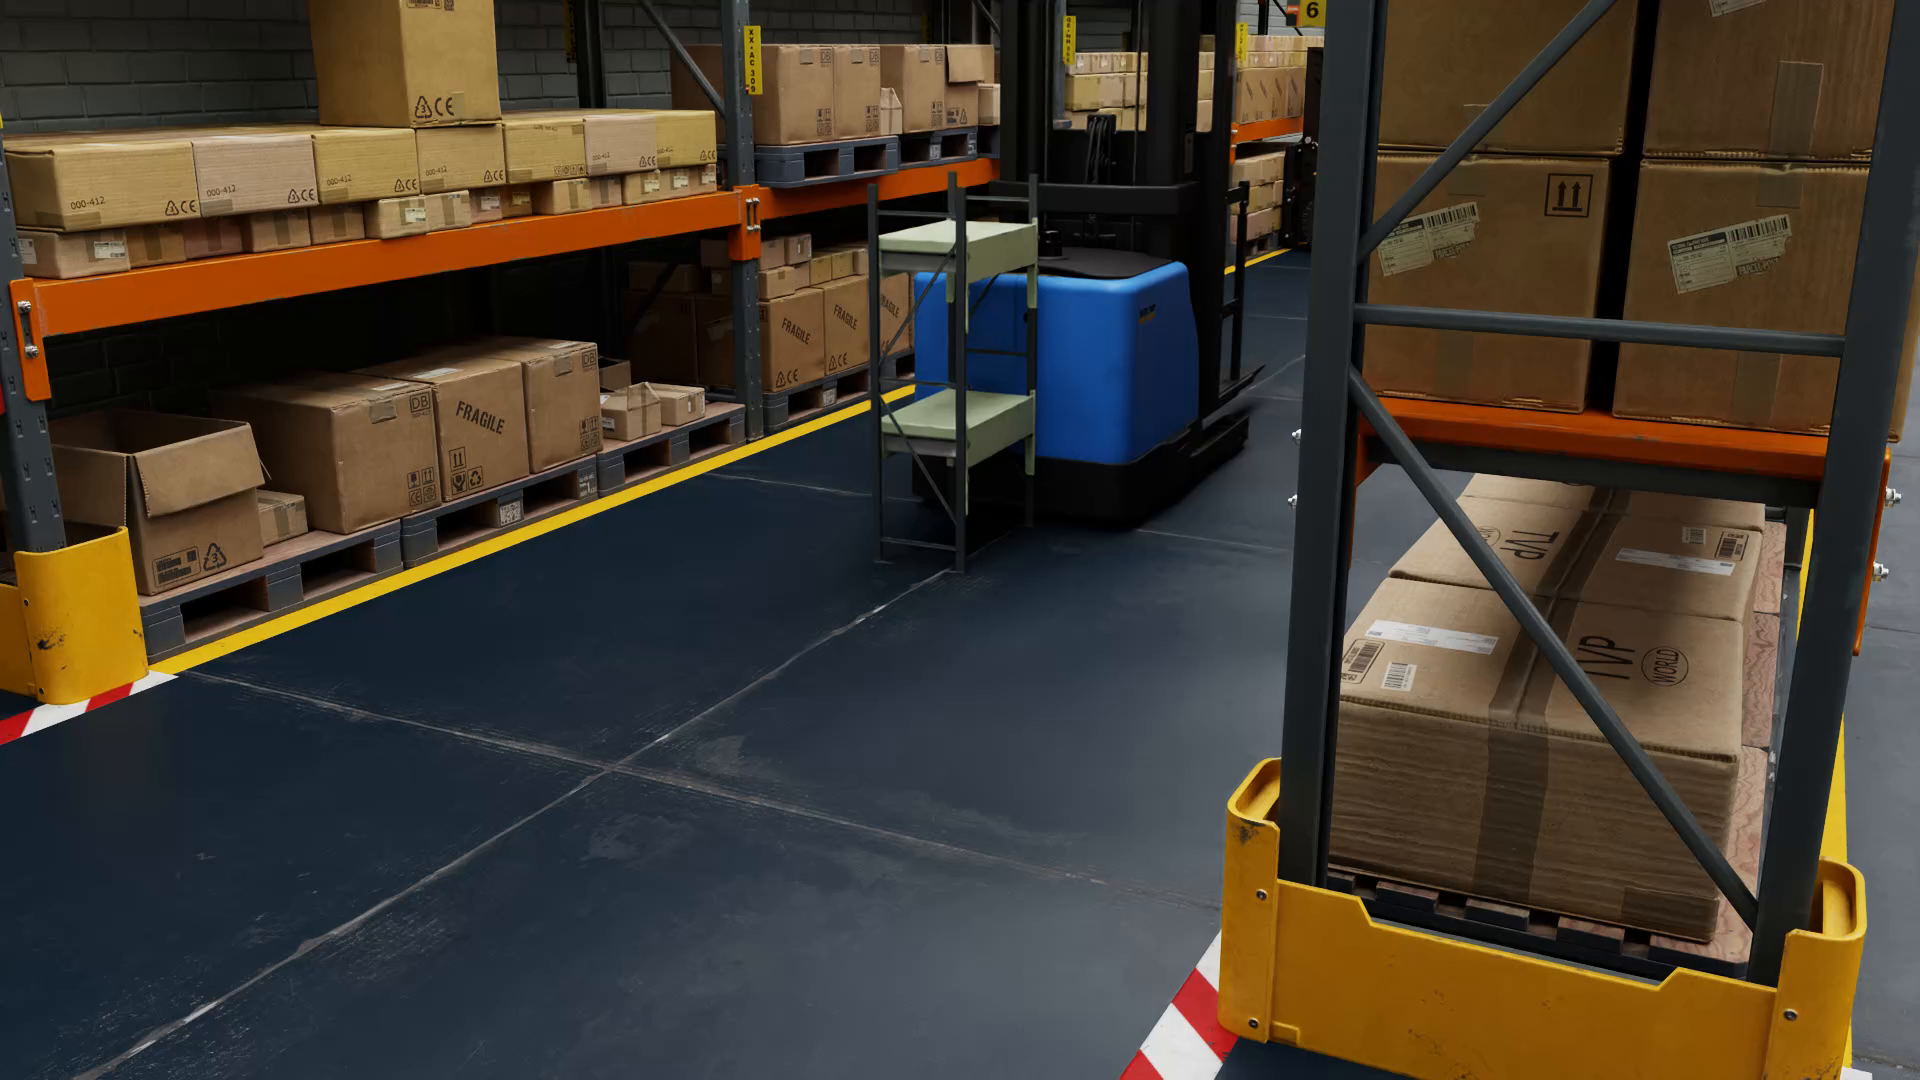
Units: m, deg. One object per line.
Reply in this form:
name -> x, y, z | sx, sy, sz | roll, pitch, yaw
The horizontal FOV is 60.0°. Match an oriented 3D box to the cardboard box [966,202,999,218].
cardboard box -> 0.562, -2.265, 12.814 | 0.875, 0.625, 0.625 | 9, 19, 27

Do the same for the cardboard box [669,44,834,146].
cardboard box -> -1.100, -2.370, 8.821 | 0.700, 0.500, 0.500 | 9, 19, 27

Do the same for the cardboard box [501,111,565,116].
cardboard box -> -2.197, -1.876, 7.813 | 0.500, 0.250, 0.500 | 8, 18, 25

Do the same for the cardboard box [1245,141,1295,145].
cardboard box -> 3.462, -4.347, 18.726 | 0.500, 0.250, 0.500 | 8, 18, 25

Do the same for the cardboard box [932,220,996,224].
cardboard box -> 0.026, -2.066, 11.224 | 0.380, 0.149, 0.250 | 7, 18, 24

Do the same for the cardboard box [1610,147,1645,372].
cardboard box -> 1.356, -0.707, 3.960 | 0.500, 0.500, 0.500 | 8, 18, 24

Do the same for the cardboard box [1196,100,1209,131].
cardboard box -> 1.848, -3.701, 14.481 | 0.500, 0.250, 0.500 | 8, 18, 25

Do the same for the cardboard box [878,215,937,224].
cardboard box -> -0.383, -2.201, 11.681 | 0.380, 0.149, 0.250 | 9, 19, 27

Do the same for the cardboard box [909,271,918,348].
cardboard box -> -0.405, -1.518, 10.520 | 0.500, 0.500, 0.500 | 7, 18, 23

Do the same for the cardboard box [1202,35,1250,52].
cardboard box -> 2.467, -4.608, 15.434 | 0.380, 0.149, 0.250 | 9, 19, 26

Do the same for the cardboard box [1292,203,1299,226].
cardboard box -> 3.245, -3.419, 17.358 | 0.500, 0.250, 0.500 | 9, 19, 27

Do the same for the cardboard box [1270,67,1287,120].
cardboard box -> 2.934, -4.455, 16.580 | 0.500, 0.500, 0.500 | 8, 18, 25

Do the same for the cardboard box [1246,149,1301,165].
cardboard box -> 3.247, -3.899, 17.220 | 0.500, 0.250, 0.500 | 8, 18, 24

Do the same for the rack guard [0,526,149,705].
rack guard -> -3.269, 0.172, 5.567 | 1.175, 0.500, 0.348 | 8, 18, 25

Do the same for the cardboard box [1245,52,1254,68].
cardboard box -> 2.551, -4.536, 15.714 | 0.380, 0.149, 0.250 | 9, 19, 27

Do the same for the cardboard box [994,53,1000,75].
cardboard box -> 0.236, -3.512, 12.266 | 0.380, 0.149, 0.250 | 9, 19, 27

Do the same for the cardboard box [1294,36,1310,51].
cardboard box -> 3.394, -5.128, 17.184 | 0.380, 0.149, 0.250 | 8, 19, 26

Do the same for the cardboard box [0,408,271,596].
cardboard box -> -2.945, -0.155, 5.926 | 0.797, 0.503, 0.637 | 7, 18, 23

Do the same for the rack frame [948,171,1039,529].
rack frame -> 0.135, -0.794, 7.064 | 0.400, 1.500, 0.023 | 7, 18, 23

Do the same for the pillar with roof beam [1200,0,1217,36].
pillar with roof beam -> 6.580, -7.348, 15.958 | 9.100, 9.000, 0.400 | 8, 18, 25

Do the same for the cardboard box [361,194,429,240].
cardboard box -> -2.291, -1.257, 6.430 | 0.380, 0.149, 0.250 | 8, 18, 24

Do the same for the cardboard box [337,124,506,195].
cardboard box -> -2.201, -1.550, 6.715 | 0.500, 0.250, 0.500 | 8, 18, 24

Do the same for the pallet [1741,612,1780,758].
pallet -> 1.973, 0.437, 5.182 | 1.003, 0.211, 1.213 | 8, 18, 25

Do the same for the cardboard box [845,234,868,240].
cardboard box -> -0.496, -1.810, 10.364 | 0.380, 0.149, 0.250 | 8, 18, 26

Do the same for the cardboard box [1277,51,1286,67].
cardboard box -> 3.034, -4.792, 16.577 | 0.380, 0.149, 0.250 | 7, 18, 24

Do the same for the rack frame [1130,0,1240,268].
rack frame -> 2.059, -4.063, 15.437 | 1.000, 3.000, 0.127 | 8, 18, 25

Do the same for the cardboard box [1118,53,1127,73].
cardboard box -> 1.079, -3.720, 12.966 | 0.380, 0.149, 0.250 | 8, 18, 26

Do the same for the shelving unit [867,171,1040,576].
shelving unit -> -0.014, -0.699, 6.744 | 0.431, 1.500, 0.755 | 7, 18, 23

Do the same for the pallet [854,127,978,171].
pallet -> -0.593, -2.457, 10.364 | 1.003, 0.211, 1.213 | 8, 18, 25

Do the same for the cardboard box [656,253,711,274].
cardboard box -> -1.496, -1.538, 9.447 | 0.380, 0.149, 0.250 | 8, 18, 25

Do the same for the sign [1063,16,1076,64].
sign -> 0.761, -3.495, 11.629 | 0.100, 0.325, 0.005 | 8, 18, 25

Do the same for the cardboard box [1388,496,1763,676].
cardboard box -> 1.746, 0.236, 4.725 | 0.875, 0.438, 0.875 | 9, 19, 27

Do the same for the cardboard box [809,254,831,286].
cardboard box -> -0.958, -1.544, 9.470 | 0.380, 0.149, 0.250 | 7, 18, 23

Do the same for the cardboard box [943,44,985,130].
cardboard box -> -0.292, -2.856, 10.453 | 0.797, 0.503, 0.637 | 8, 18, 24

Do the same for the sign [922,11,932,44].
sign -> -0.226, -3.669, 12.077 | 0.100, 0.325, 0.005 | 8, 18, 25

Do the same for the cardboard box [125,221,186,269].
cardboard box -> -2.839, -1.006, 5.584 | 0.380, 0.149, 0.250 | 9, 19, 27

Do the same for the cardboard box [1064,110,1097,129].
cardboard box -> 0.688, -3.055, 12.304 | 0.500, 0.250, 0.500 | 8, 18, 26

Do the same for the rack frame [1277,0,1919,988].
rack frame -> 1.139, -0.376, 3.023 | 1.000, 3.000, 0.127 | 8, 18, 25

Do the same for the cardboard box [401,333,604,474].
cardboard box -> -2.064, -0.631, 7.533 | 0.700, 0.500, 0.500 | 7, 18, 23

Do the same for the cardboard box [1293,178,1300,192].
cardboard box -> 3.236, -3.654, 17.272 | 0.500, 0.250, 0.500 | 8, 18, 25

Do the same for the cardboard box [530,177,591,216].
cardboard box -> -1.854, -1.522, 7.320 | 0.380, 0.149, 0.250 | 8, 18, 25

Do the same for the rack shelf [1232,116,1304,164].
rack shelf -> 2.953, -4.228, 17.255 | 1.077, 0.370, 4.000 | 8, 18, 25

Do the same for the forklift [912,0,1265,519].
forklift -> 0.850, -1.869, 8.169 | 1.130, 2.935, 3.031 | 7, 18, 23

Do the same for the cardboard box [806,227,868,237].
cardboard box -> -0.770, -1.929, 10.765 | 0.380, 0.149, 0.250 | 8, 18, 26

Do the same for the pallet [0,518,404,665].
pallet -> -2.914, 0.107, 6.292 | 1.003, 0.211, 1.213 | 8, 18, 25

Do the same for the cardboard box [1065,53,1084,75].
cardboard box -> 0.677, -3.447, 12.047 | 0.380, 0.149, 0.250 | 9, 19, 27

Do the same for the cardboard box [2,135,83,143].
cardboard box -> -3.335, -1.229, 5.633 | 0.500, 0.250, 0.500 | 9, 19, 27

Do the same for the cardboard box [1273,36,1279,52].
cardboard box -> 2.907, -4.875, 16.331 | 0.380, 0.149, 0.250 | 8, 18, 24

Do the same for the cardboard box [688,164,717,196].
cardboard box -> -1.432, -1.792, 8.231 | 0.380, 0.149, 0.250 | 8, 18, 26

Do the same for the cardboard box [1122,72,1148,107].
cardboard box -> 1.163, -3.553, 13.103 | 0.500, 0.250, 0.500 | 8, 18, 24
